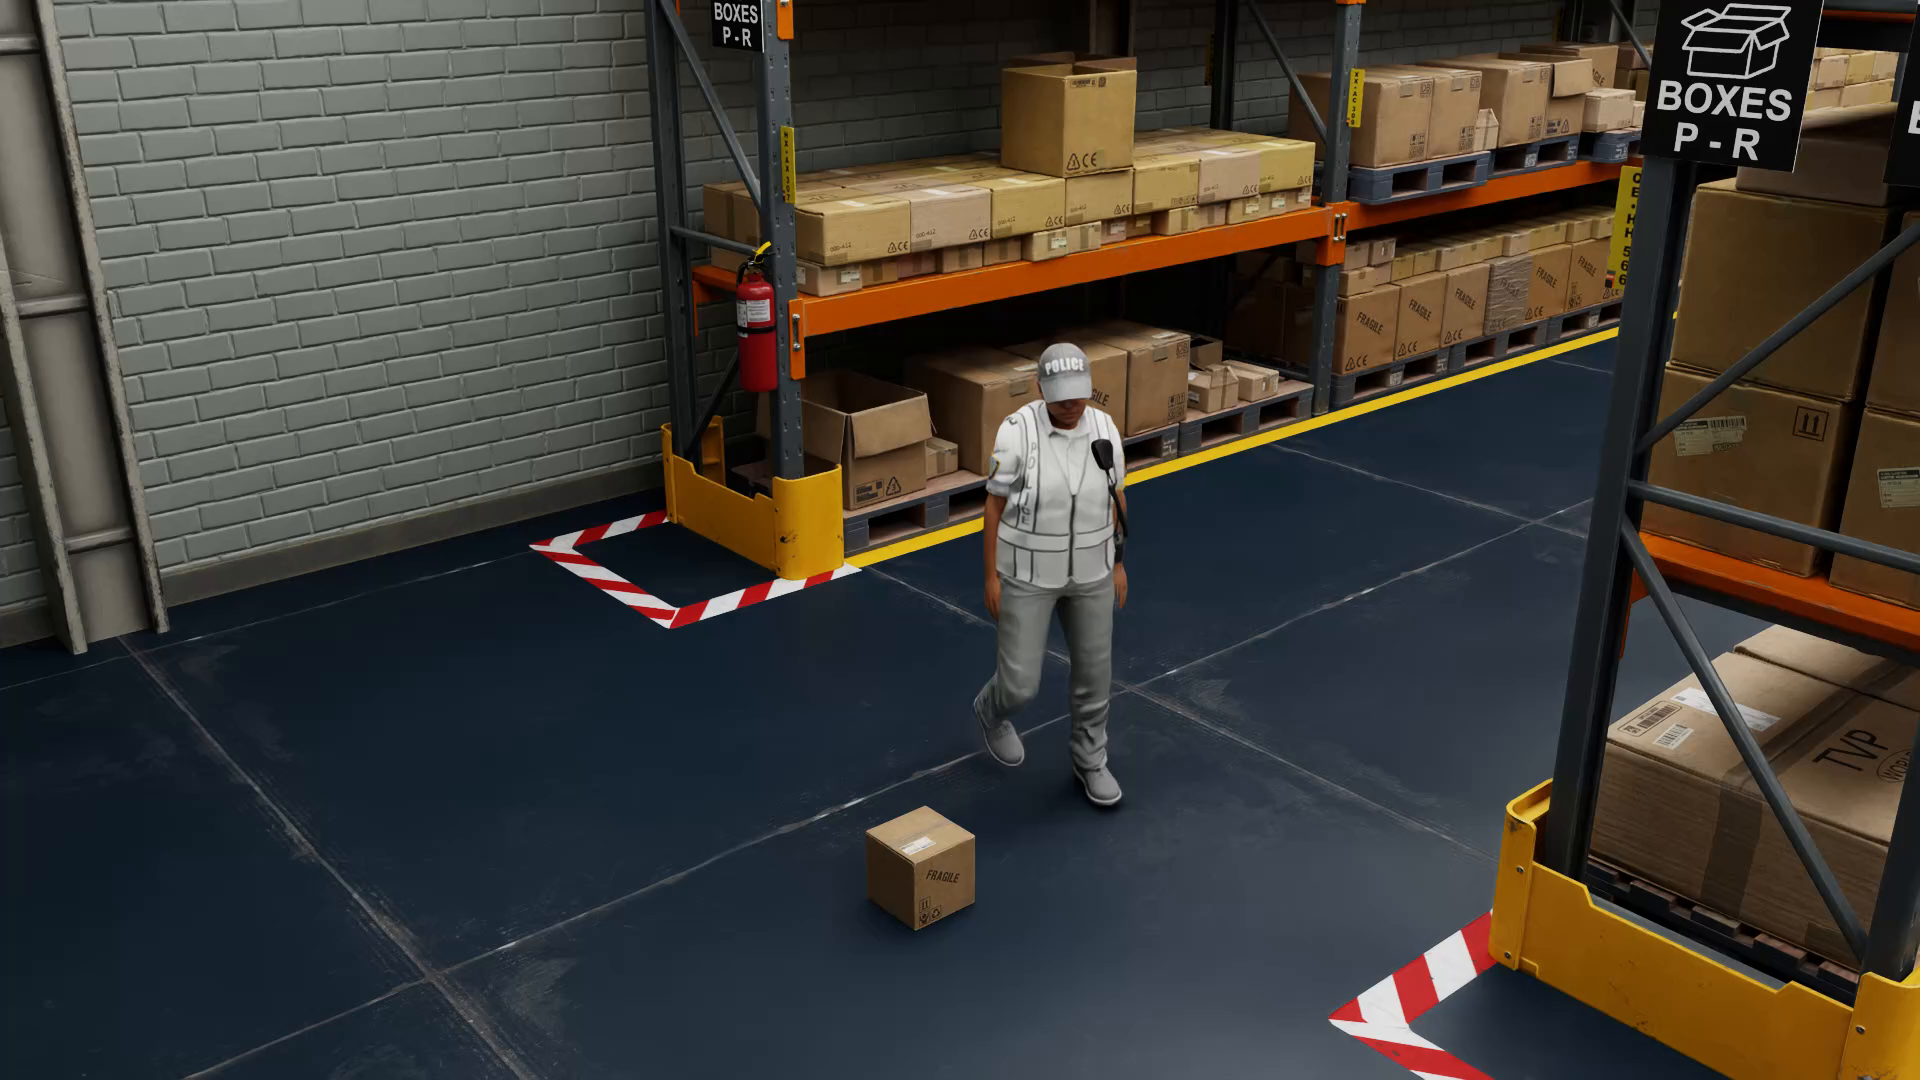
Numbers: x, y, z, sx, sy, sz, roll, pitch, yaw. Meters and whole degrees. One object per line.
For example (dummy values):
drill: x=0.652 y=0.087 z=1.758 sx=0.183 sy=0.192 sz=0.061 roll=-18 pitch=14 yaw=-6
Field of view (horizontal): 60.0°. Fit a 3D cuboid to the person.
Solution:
person: x=0.331 y=0.106 z=5.759 sx=0.533 sy=1.661 sz=0.524 roll=-6 pitch=22 yaw=-15
